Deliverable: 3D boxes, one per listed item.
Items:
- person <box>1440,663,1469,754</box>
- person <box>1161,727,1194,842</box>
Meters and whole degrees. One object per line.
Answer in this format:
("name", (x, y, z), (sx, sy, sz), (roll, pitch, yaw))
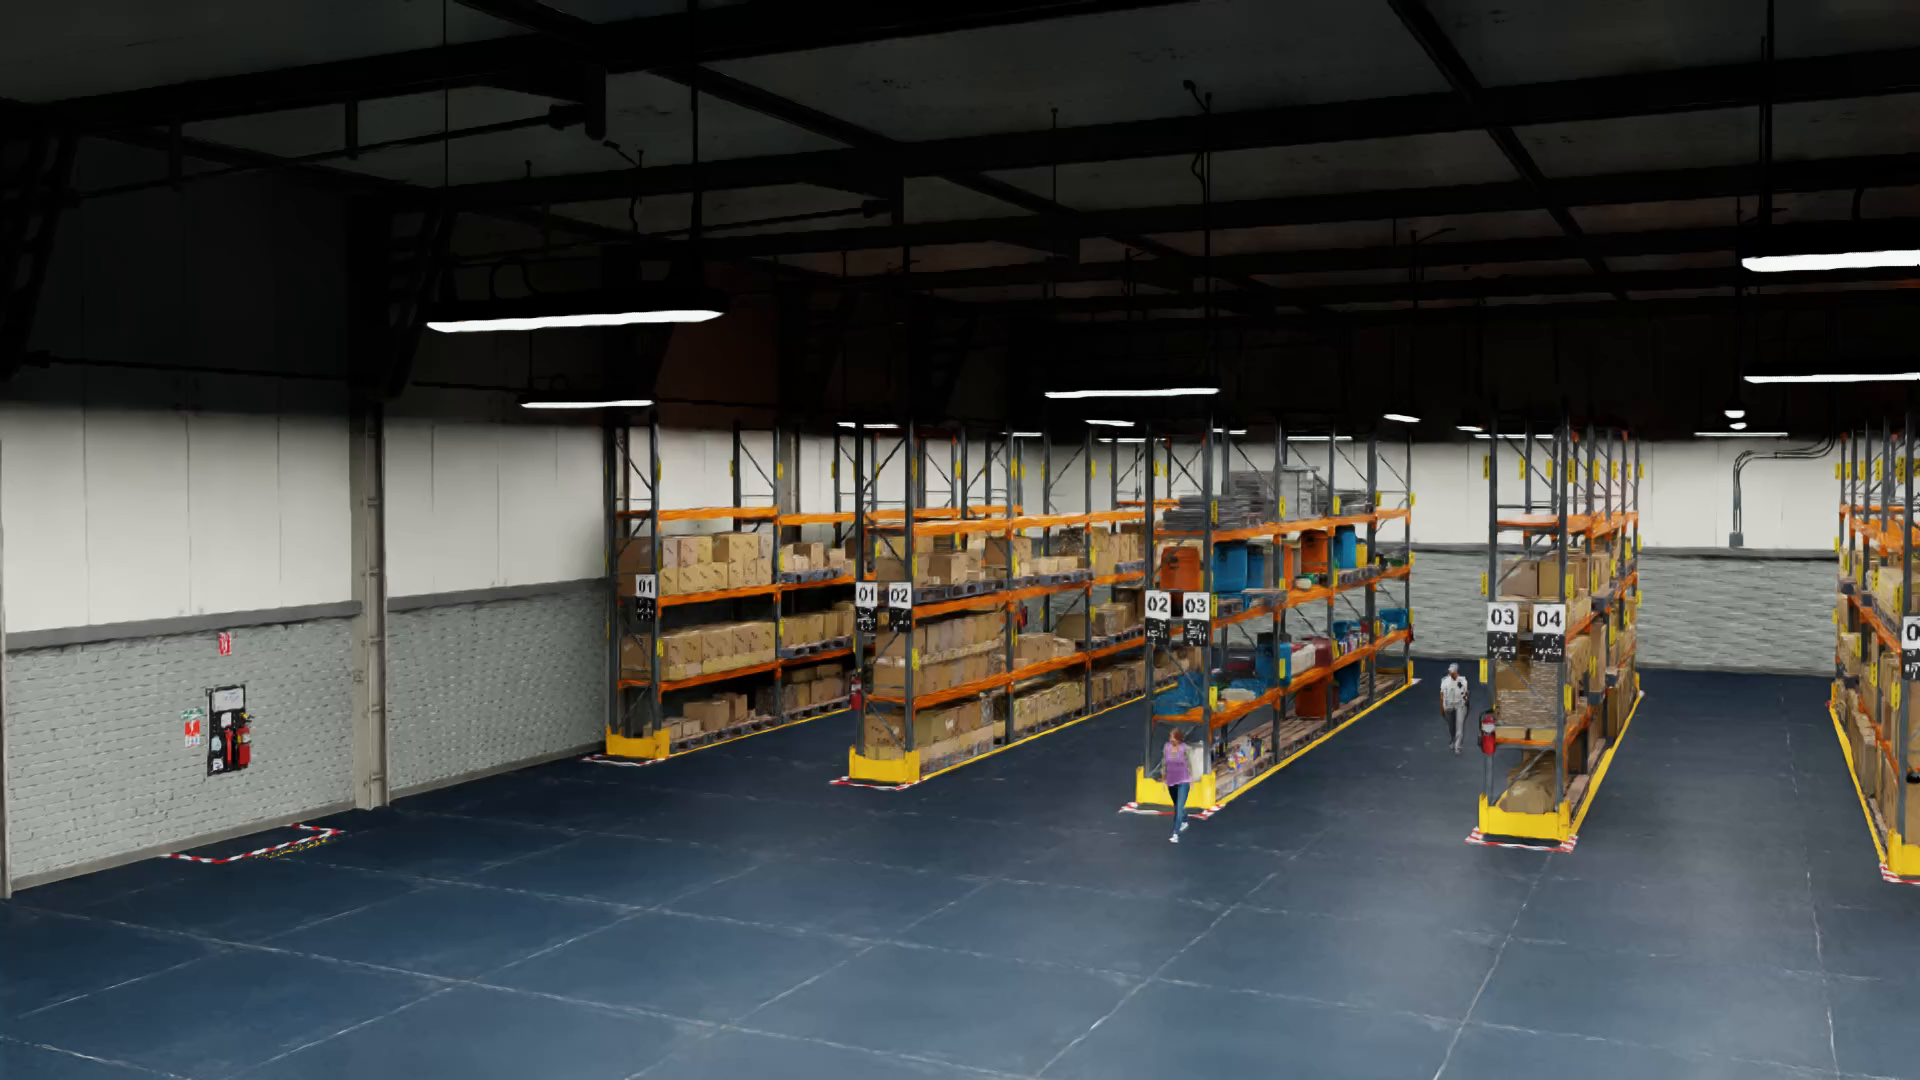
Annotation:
("person", (8.768, 2.955, 29.501), (0.497, 1.583, 1.090), (1, 3, 27))
("person", (2.936, 3.277, 22.579), (0.417, 1.516, 1.036), (1, 3, 28))
